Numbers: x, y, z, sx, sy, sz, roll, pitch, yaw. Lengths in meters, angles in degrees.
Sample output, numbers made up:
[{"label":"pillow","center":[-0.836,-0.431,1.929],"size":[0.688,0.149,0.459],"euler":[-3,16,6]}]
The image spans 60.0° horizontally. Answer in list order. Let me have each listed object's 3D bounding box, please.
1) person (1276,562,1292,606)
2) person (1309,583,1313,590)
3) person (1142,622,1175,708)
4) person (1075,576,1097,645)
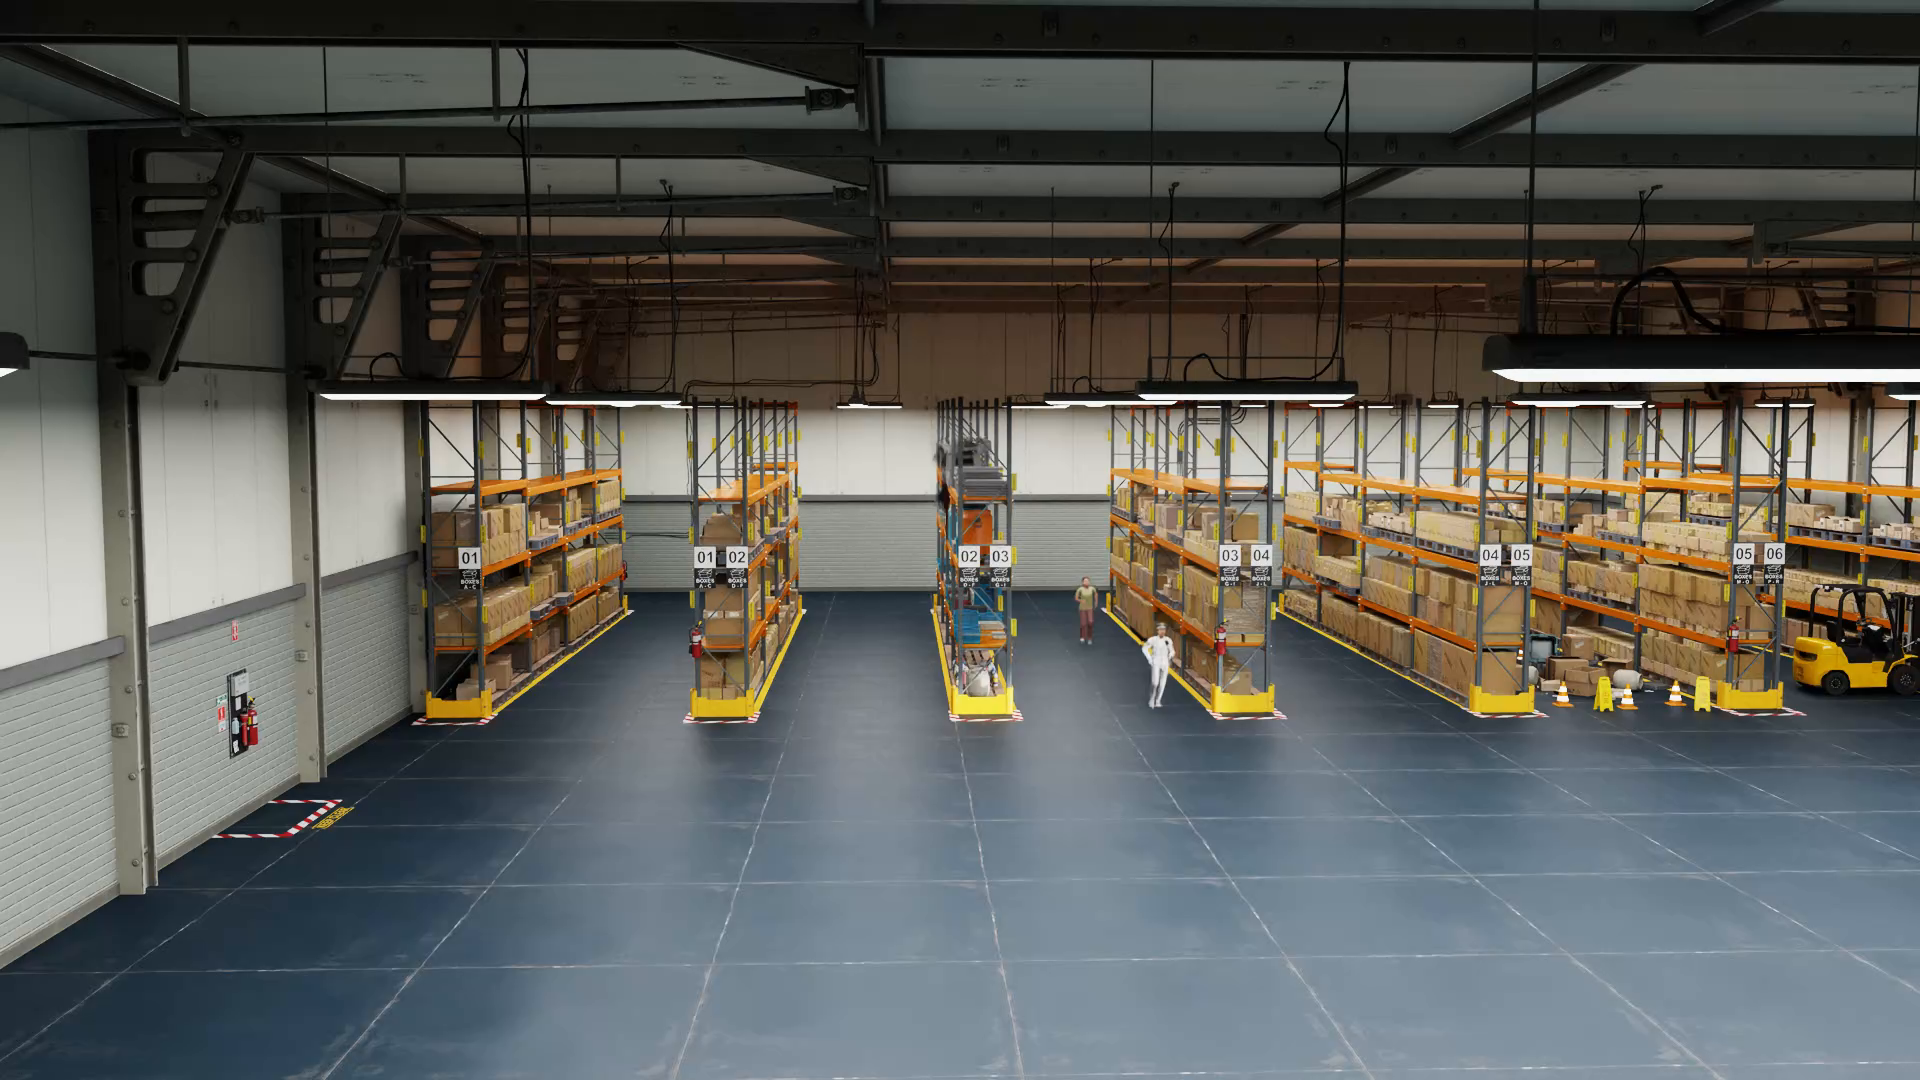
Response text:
[{"label":"person","center":[9.639,1.100,48.988],"size":[0.923,1.655,0.597],"euler":[-2,5,-26]},{"label":"person","center":[10.451,1.091,48.824],"size":[0.614,1.711,0.658],"euler":[4,6,42]},{"label":"person","center":[3.851,2.419,32.027],"size":[0.613,1.670,0.599],"euler":[0,4,-4]},{"label":"person","center":[3.112,1.748,40.911],"size":[0.592,1.719,0.698],"euler":[0,4,-5]}]
